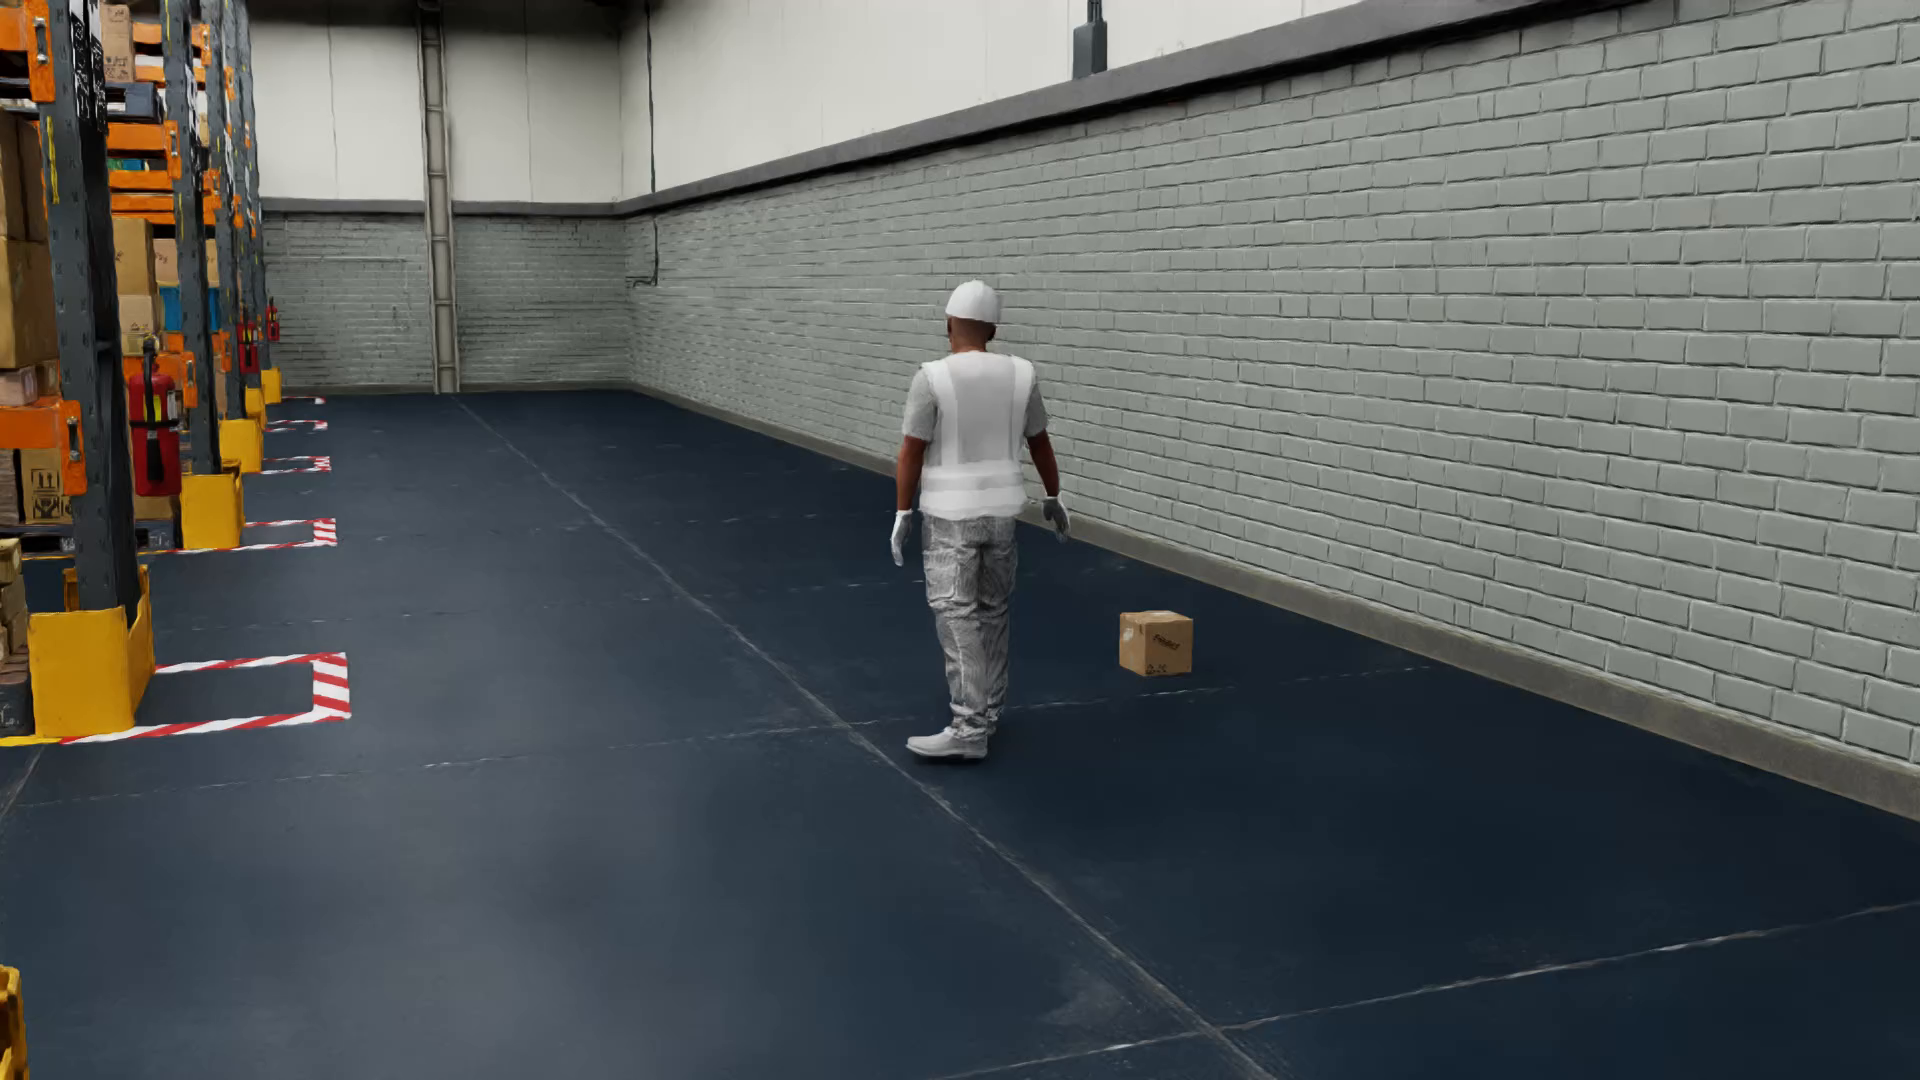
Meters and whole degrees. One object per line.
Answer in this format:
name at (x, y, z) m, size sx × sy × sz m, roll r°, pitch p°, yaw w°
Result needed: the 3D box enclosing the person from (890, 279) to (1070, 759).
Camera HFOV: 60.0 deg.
person at (0.076, -0.098, 6.395) m, size 0.765 × 1.788 × 0.635 m, roll -5°, pitch 10°, yaw -29°
